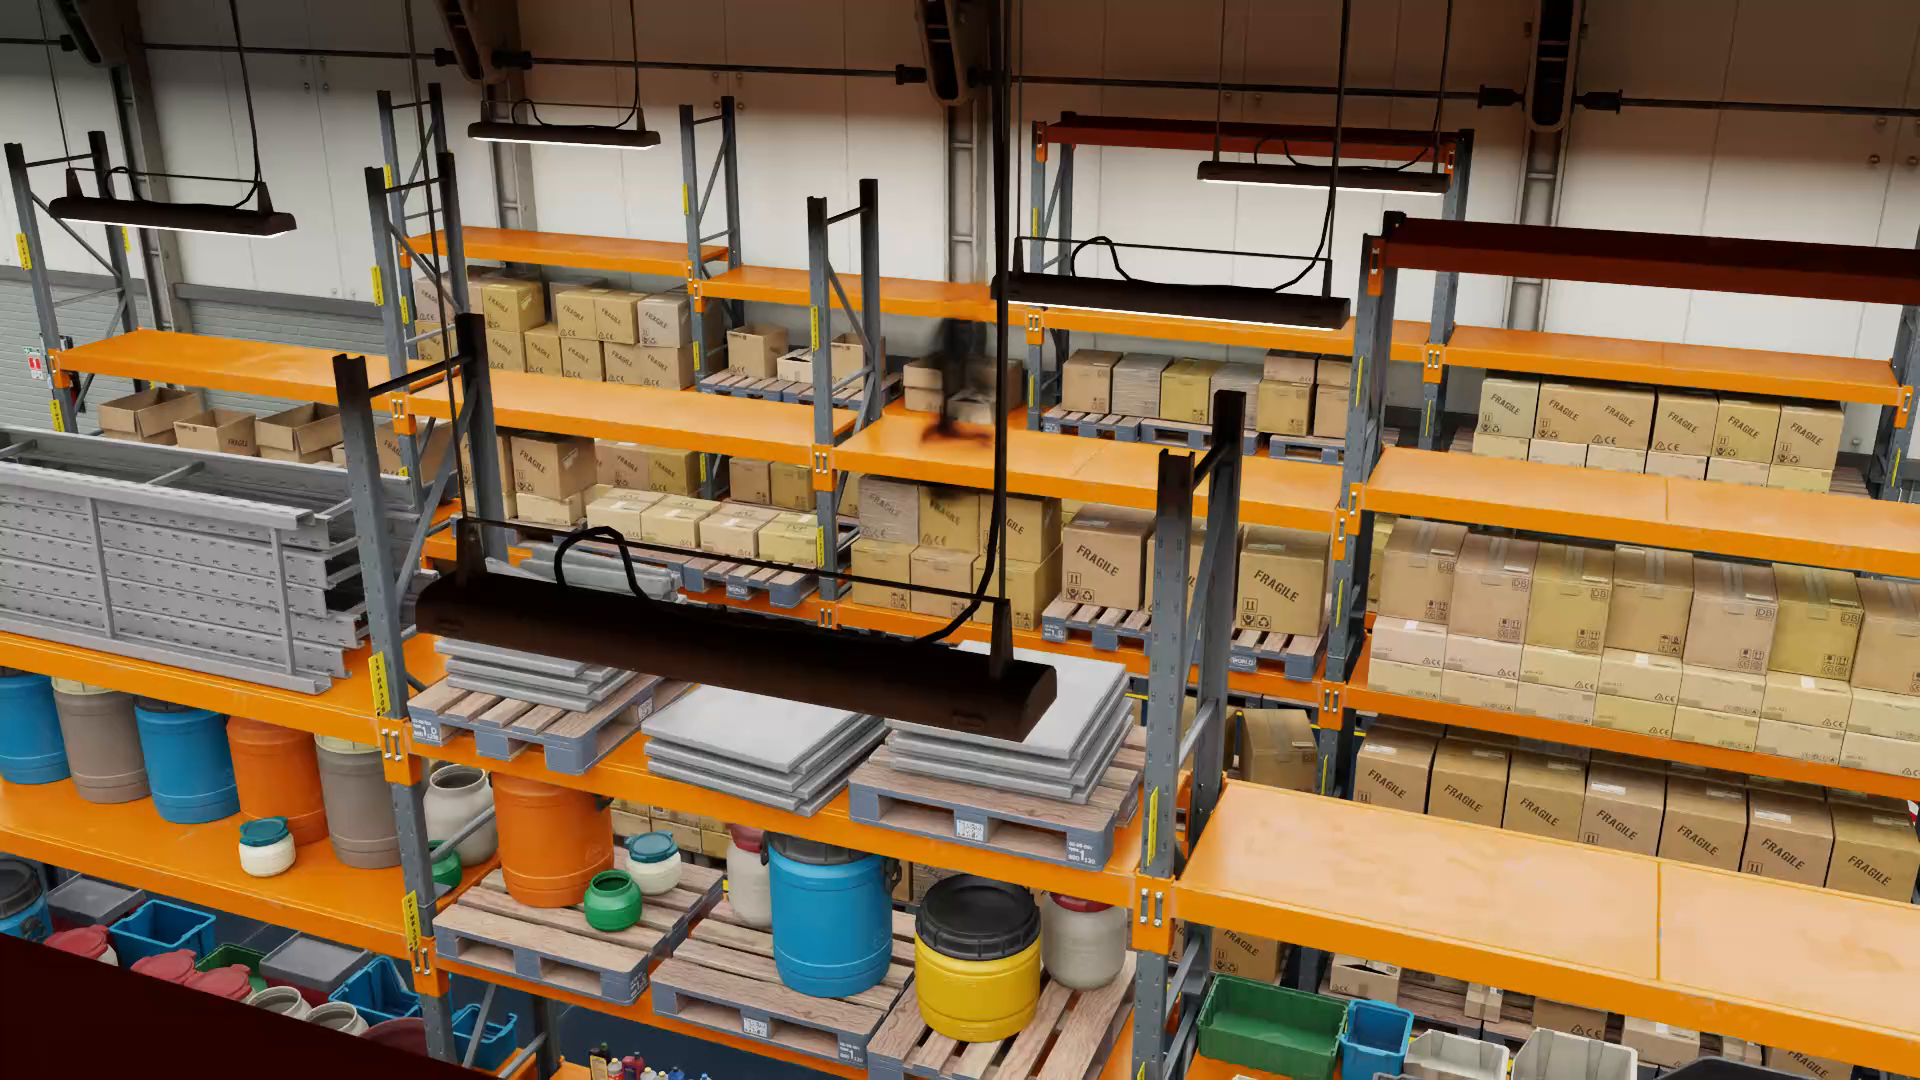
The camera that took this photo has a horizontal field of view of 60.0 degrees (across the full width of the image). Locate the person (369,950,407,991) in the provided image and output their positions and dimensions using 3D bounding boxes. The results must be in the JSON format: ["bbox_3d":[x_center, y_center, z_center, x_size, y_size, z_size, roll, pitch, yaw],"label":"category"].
[{"bbox_3d":[-4.452,2.886,12.348,0.635,1.747,0.720,11,23,27],"label":"person"}]

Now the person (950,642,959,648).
[{"bbox_3d":[0.054,1.662,15.785,0.820,1.611,0.525,9,23,22],"label":"person"}]
